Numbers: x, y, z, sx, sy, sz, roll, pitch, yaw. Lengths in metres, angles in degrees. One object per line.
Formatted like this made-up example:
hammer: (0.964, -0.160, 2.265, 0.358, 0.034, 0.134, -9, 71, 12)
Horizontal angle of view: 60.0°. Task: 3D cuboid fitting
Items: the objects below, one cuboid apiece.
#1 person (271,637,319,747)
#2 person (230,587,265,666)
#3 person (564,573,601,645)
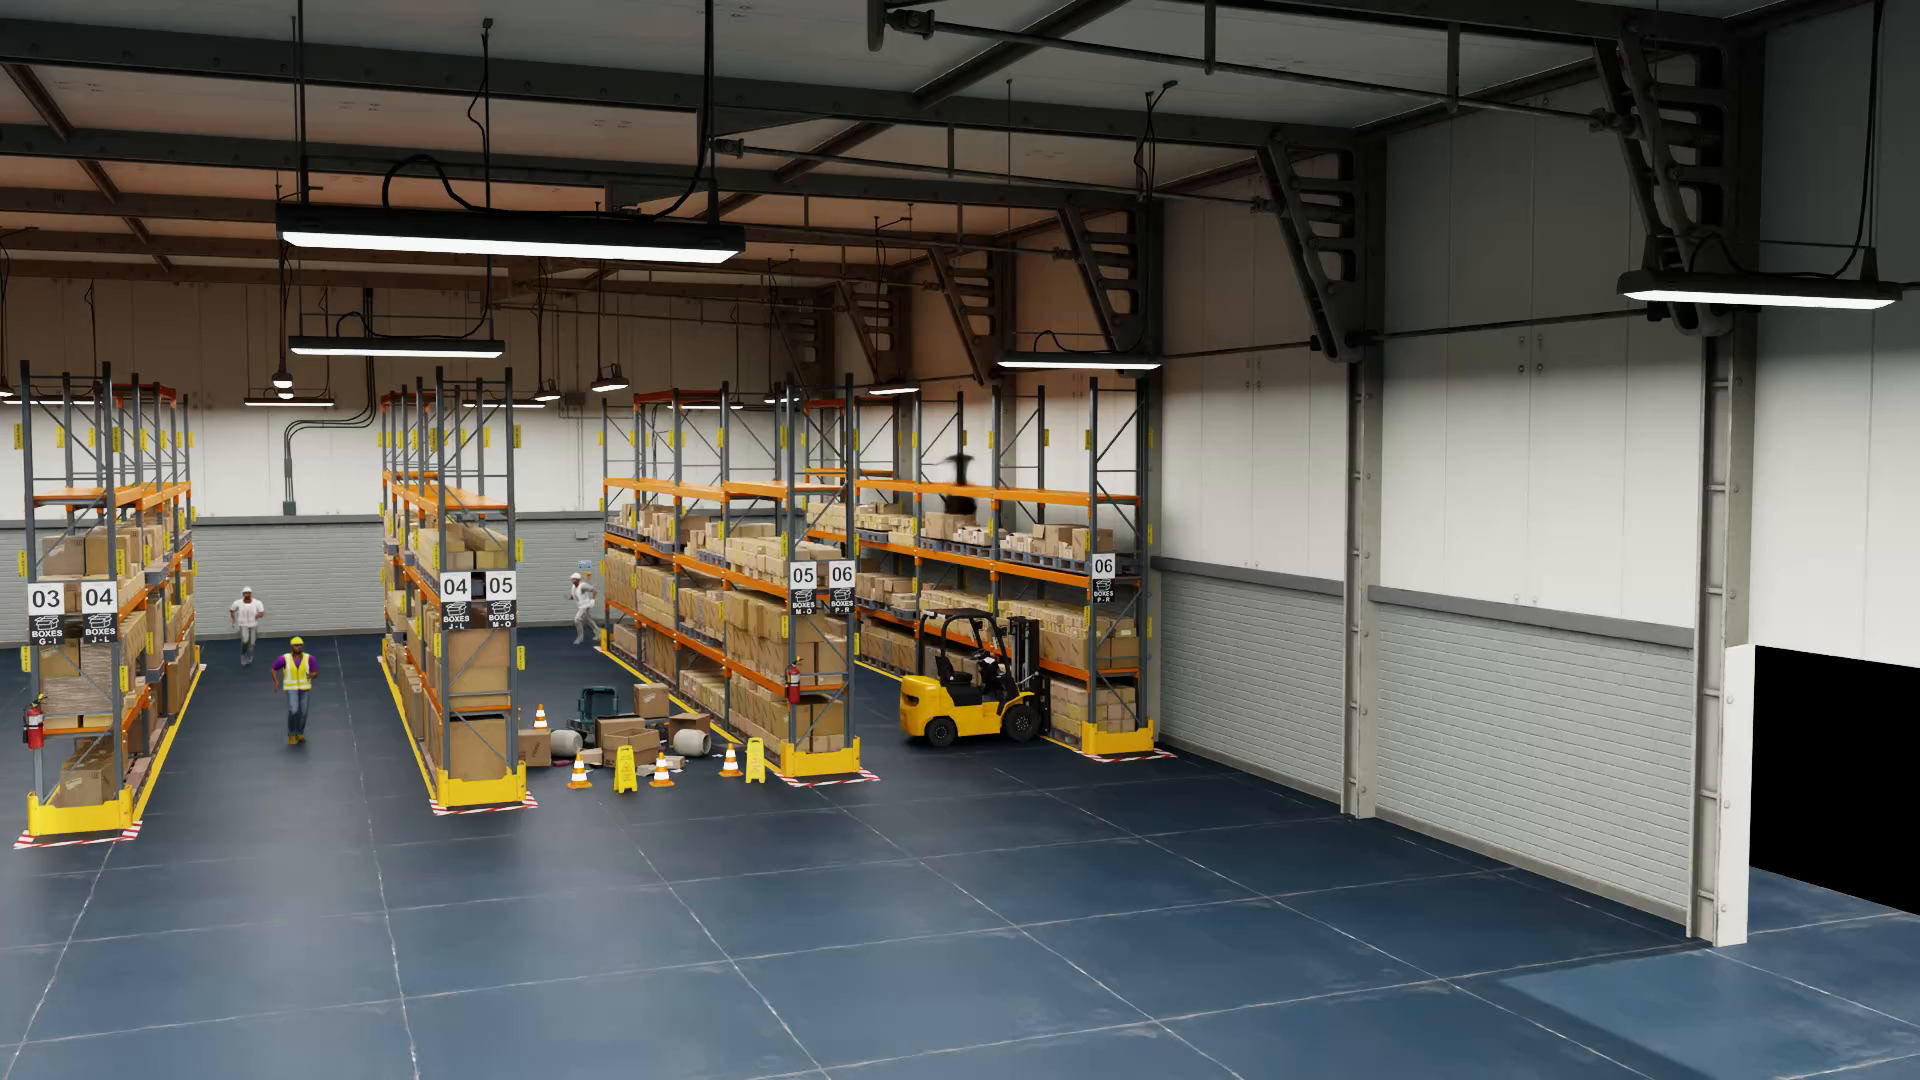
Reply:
person: (-10.866, 2.484, 27.250, 0.693, 1.789, 0.721, -2, 4, -32)
person: (-15.735, 1.896, 36.750, 0.691, 1.724, 0.682, -2, 4, -28)
person: (-9.245, 1.676, 40.876, 0.998, 1.750, 0.704, -2, 4, -34)
